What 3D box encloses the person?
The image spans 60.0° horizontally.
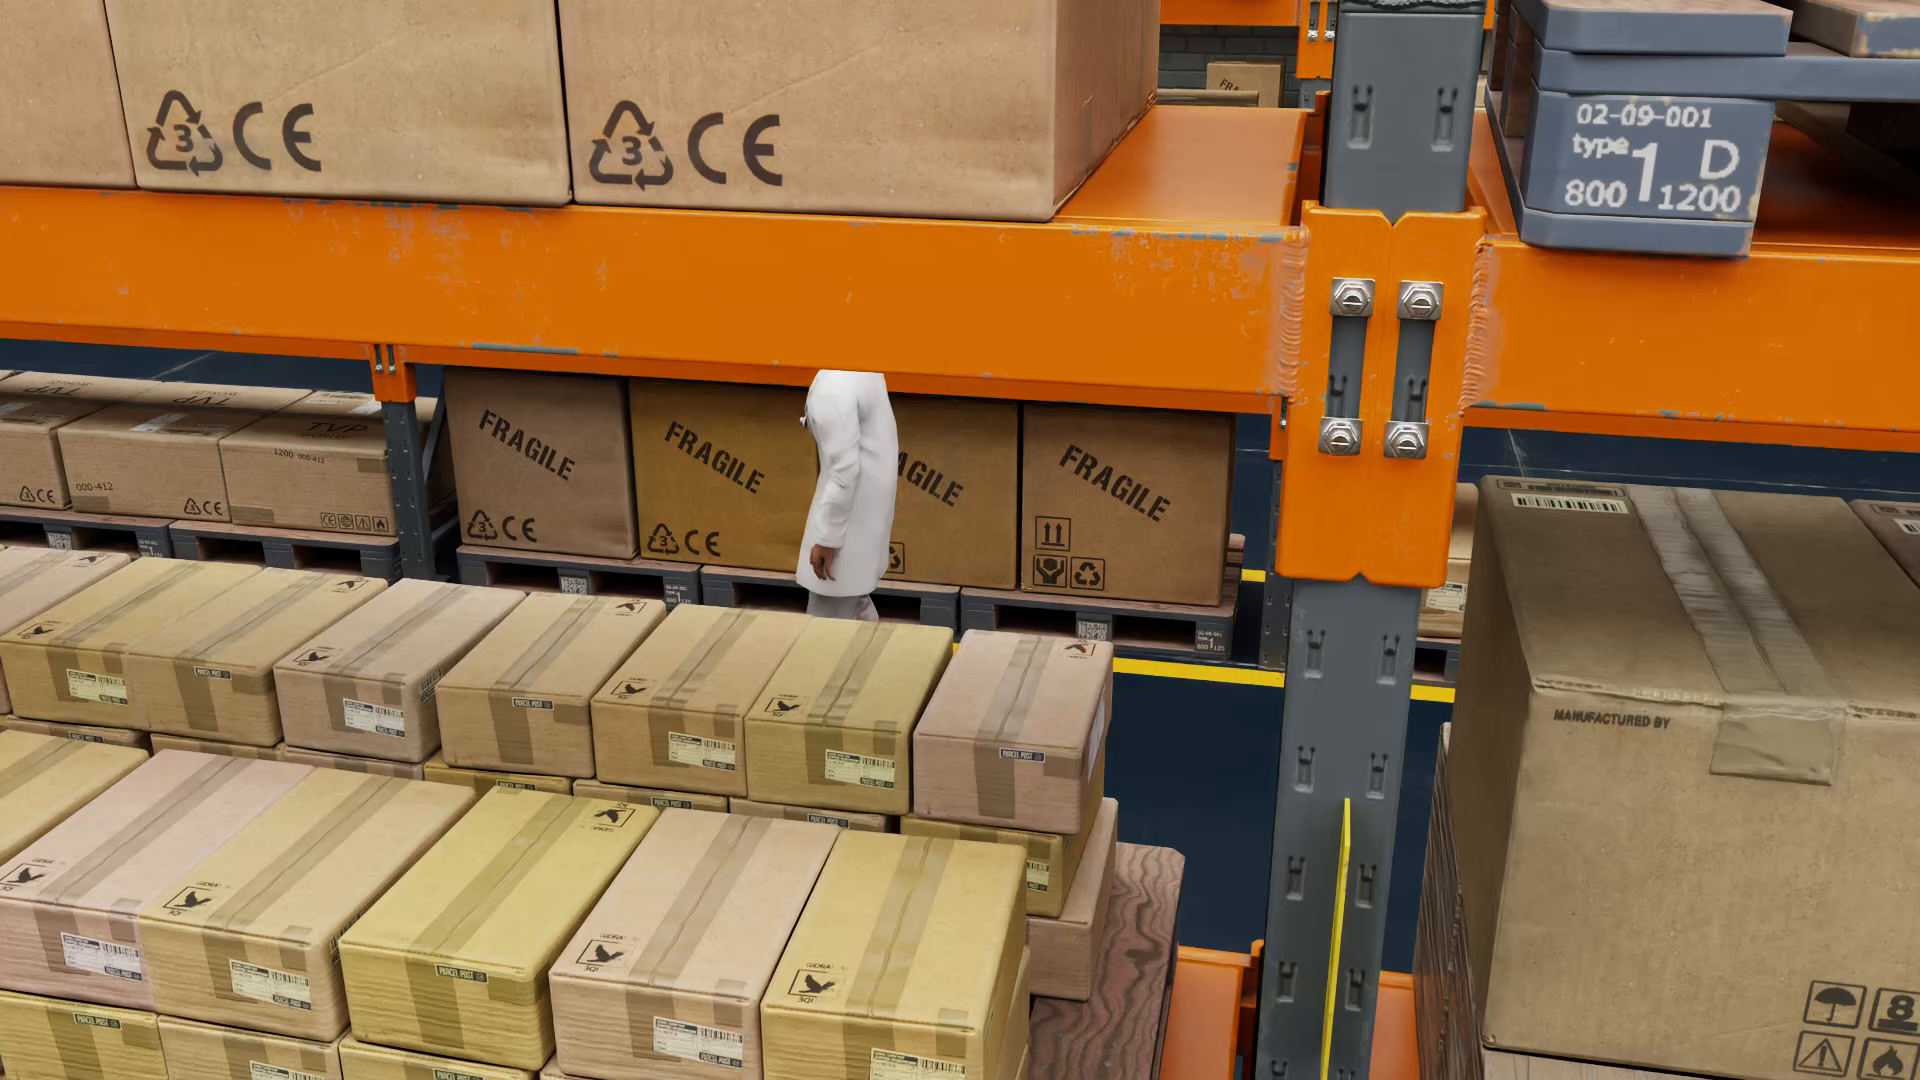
[{"bbox_3d":[-0.447,-0.075,6.301,0.429,1.772,0.642,3,21,8],"label":"person"}]
